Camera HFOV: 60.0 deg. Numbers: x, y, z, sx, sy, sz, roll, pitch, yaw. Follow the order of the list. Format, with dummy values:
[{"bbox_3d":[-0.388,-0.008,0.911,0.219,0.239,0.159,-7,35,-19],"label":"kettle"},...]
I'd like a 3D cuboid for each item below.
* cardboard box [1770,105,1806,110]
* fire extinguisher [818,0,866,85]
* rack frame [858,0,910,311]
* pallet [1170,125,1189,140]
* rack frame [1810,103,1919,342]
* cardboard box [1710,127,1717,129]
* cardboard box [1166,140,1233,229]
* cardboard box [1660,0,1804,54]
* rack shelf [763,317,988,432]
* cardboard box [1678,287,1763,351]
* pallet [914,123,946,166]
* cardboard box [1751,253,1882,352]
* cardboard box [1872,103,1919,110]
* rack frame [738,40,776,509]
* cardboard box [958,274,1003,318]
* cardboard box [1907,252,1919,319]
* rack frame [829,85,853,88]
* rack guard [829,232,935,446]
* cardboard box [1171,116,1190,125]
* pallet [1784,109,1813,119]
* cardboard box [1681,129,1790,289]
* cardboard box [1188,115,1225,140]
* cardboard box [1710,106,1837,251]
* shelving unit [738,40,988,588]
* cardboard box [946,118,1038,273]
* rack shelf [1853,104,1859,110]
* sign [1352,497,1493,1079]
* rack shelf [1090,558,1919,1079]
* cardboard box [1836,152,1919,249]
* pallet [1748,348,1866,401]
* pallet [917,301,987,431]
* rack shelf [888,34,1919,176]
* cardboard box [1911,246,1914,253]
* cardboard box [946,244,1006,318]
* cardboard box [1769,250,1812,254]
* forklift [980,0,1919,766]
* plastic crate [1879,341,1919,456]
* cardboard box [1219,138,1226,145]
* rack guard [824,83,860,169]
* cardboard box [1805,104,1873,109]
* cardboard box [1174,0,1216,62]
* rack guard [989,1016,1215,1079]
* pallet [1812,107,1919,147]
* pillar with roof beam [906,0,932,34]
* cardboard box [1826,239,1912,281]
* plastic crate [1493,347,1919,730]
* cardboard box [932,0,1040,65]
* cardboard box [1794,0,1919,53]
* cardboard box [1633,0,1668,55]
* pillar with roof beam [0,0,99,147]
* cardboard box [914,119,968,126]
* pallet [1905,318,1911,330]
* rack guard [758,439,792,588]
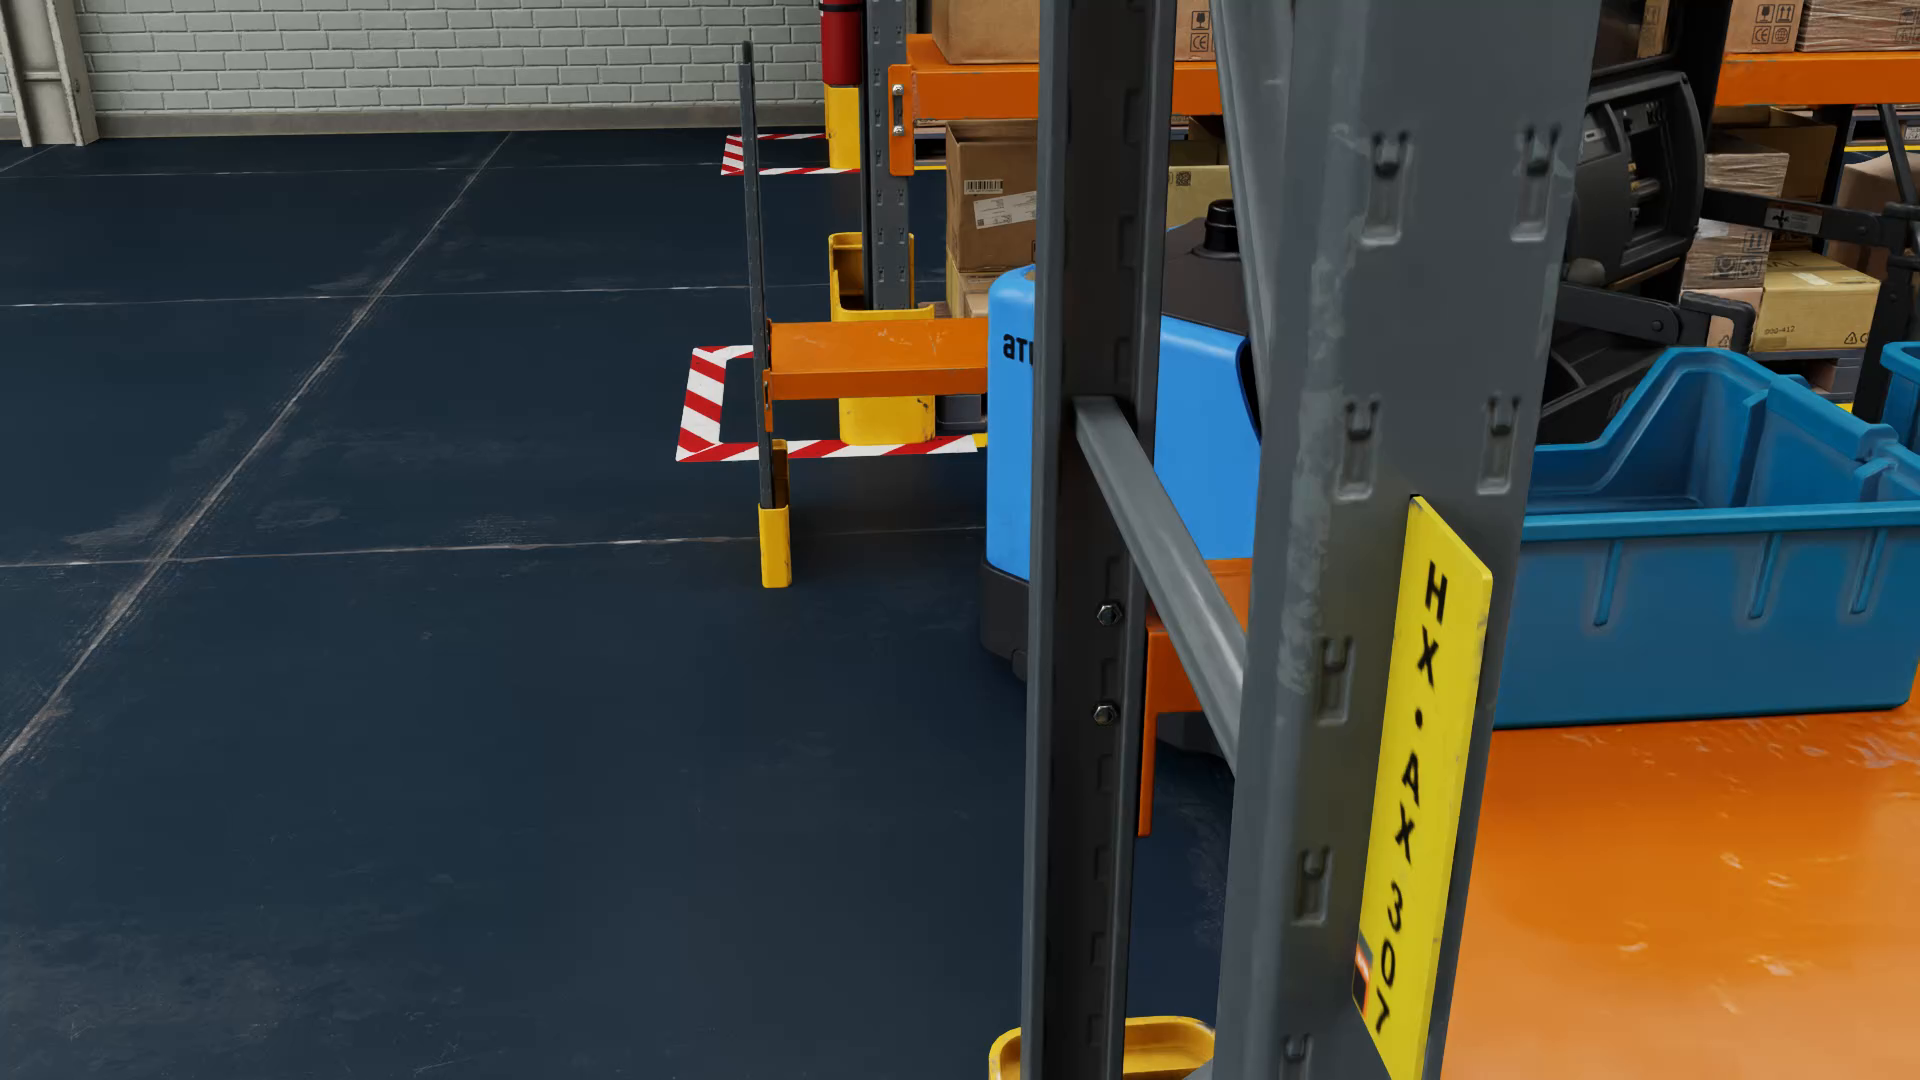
[{"bbox_3d":[5.453,-3.279,11.470,0.500,0.500,0.700,-2,24,-5],"label":"cardboard box"},{"bbox_3d":[-0.453,-2.101,6.379,0.183,0.674,0.296,-2,24,-5],"label":"fire extinguisher"},{"bbox_3d":[-0.290,-1.953,5.952,0.127,3.000,1.000,-2,24,-5],"label":"rack frame"},{"bbox_3d":[1.318,-2.750,11.177,1.213,0.211,1.003,-2,24,-5],"label":"pallet"},{"bbox_3d":[3.691,-2.113,6.311,0.127,3.000,1.000,-2,24,-5],"label":"rack frame"},{"bbox_3d":[2.701,-1.476,6.823,0.500,0.500,0.500,-2,24,-5],"label":"cardboard box"},{"bbox_3d":[0.763,-1.184,6.165,0.500,0.500,0.500,-2,24,-5],"label":"cardboard box"},{"bbox_3d":[2.725,-2.115,6.192,0.500,0.500,0.700,-3,24,-6],"label":"cardboard box"},{"bbox_3d":[-0.085,-0.518,5.011,1.000,0.185,0.538,-2,24,-5],"label":"rack shelf"},{"bbox_3d":[2.752,-0.926,6.508,0.500,0.250,0.500,-2,24,-5],"label":"cardboard box"},{"bbox_3d":[0.107,-2.702,11.070,1.213,0.211,1.003,-2,24,-5],"label":"pallet"},{"bbox_3d":[3.251,-0.942,6.544,0.500,0.250,0.500,-2,24,-5],"label":"cardboard box"},{"bbox_3d":[6.469,-3.284,11.481,0.500,0.500,0.700,-2,24,-4],"label":"cardboard box"},{"bbox_3d":[-0.591,-0.662,4.892,0.032,1.500,0.500,-2,24,-5],"label":"rack frame"},{"bbox_3d":[0.265,-0.820,6.271,0.500,0.250,0.500,-2,24,-5],"label":"cardboard box"},{"bbox_3d":[4.116,-0.964,6.595,0.500,0.250,0.500,-3,24,-6],"label":"cardboard box"},{"bbox_3d":[-0.781,-3.955,10.456,0.127,3.000,1.000,-2,24,-5],"label":"rack frame"},{"bbox_3d":[-0.314,-0.810,6.457,0.348,0.500,1.175,-2,24,-5],"label":"rack guard"},{"bbox_3d":[1.219,-3.037,10.926,0.500,0.500,0.700,-4,24,-8],"label":"cardboard box"},{"bbox_3d":[5.191,-2.923,11.565,1.213,0.211,1.003,-2,24,-5],"label":"pallet"},{"bbox_3d":[2.752,-1.269,6.357,0.500,0.500,0.500,-2,24,-5],"label":"cardboard box"},{"bbox_3d":[1.208,-1.419,6.694,0.500,0.500,0.500,-2,24,-5],"label":"cardboard box"},{"bbox_3d":[3.198,-1.499,6.875,0.500,0.500,0.500,-2,24,-5],"label":"cardboard box"},{"bbox_3d":[-0.076,-0.682,4.939,1.083,1.500,0.587,-2,24,-5],"label":"shelving unit"},{"bbox_3d":[0.214,-1.373,6.591,0.500,0.500,0.500,-2,24,-5],"label":"cardboard box"},{"bbox_3d":[5.681,-1.864,6.637,4.000,0.370,1.077,-2,24,-5],"label":"rack shelf"},{"bbox_3d":[0.243,0.145,0.890,0.005,0.325,0.100,-2,24,-5],"label":"sign"},{"bbox_3d":[2.183,0.298,1.773,4.000,0.370,1.077,-2,24,-5],"label":"rack shelf"},{"bbox_3d":[4.065,-1.437,6.967,0.500,0.311,0.500,-2,24,-5],"label":"cardboard box"},{"bbox_3d":[2.895,-0.824,6.844,1.213,0.211,1.003,-2,24,-5],"label":"pallet"},{"bbox_3d":[0.467,-0.727,6.625,1.213,0.211,1.003,-2,24,-5],"label":"pallet"},{"bbox_3d":[1.700,-1.704,6.277,4.000,0.370,1.077,-2,24,-5],"label":"rack shelf"},{"bbox_3d":[4.126,-1.221,6.481,0.500,0.311,0.500,-2,24,-5],"label":"cardboard box"},{"bbox_3d":[0.215,-1.030,6.742,0.500,0.250,0.500,-2,24,-5],"label":"cardboard box"},{"bbox_3d":[3.199,-1.152,7.018,0.500,0.250,0.500,-2,24,-5],"label":"cardboard box"},{"bbox_3d":[1.448,-0.722,3.265,1.130,2.935,3.031,-22,32,-40],"label":"forklift"},{"bbox_3d":[1.309,-0.048,1.847,0.408,0.251,0.499,-2,24,-5],"label":"plastic crate"},{"bbox_3d":[1.259,-1.209,6.222,0.500,0.500,0.500,-2,24,-5],"label":"cardboard box"},{"bbox_3d":[-0.705,-2.816,10.971,0.348,0.500,1.175,-2,24,-5],"label":"rack guard"},{"bbox_3d":[5.945,-3.310,11.540,0.500,0.500,0.700,-2,24,-5],"label":"cardboard box"},{"bbox_3d":[0.698,-2.035,6.013,0.500,0.500,0.700,-2,24,-4],"label":"cardboard box"},{"bbox_3d":[0.264,1.169,2.004,0.348,0.500,1.175,-2,24,-5],"label":"rack guard"},{"bbox_3d":[6.403,-2.970,11.672,1.213,0.211,1.003,-2,24,-5],"label":"pallet"},{"bbox_3d":[0.254,-5.334,6.172,0.400,9.000,9.100,-2,24,-5],"label":"pillar with roof beam"},{"bbox_3d":[4.075,-1.182,7.085,0.500,0.250,0.500,-3,24,-6],"label":"cardboard box"},{"bbox_3d":[0.662,-0.024,1.794,0.616,0.251,0.499,-2,24,-5],"label":"plastic crate"},{"bbox_3d":[0.176,-2.012,5.962,0.500,0.500,0.700,-2,24,-5],"label":"cardboard box"},{"bbox_3d":[3.250,-2.138,6.245,0.500,0.500,0.700,-3,24,-7],"label":"cardboard box"},{"bbox_3d":[2.226,-2.096,6.150,0.500,0.500,0.700,-2,24,-4],"label":"cardboard box"},{"bbox_3d":[-5.717,-5.095,5.633,0.400,9.000,9.100,-2,24,-5],"label":"pillar with roof beam"},{"bbox_3d":[-0.083,-2.919,10.893,0.500,0.311,0.500,-5,24,-11],"label":"cardboard box"},{"bbox_3d":[4.420,-0.884,6.979,1.213,0.211,1.003,-2,24,-5],"label":"pallet"},{"bbox_3d":[-0.571,-0.091,5.148,0.087,0.250,0.587,-2,24,-5],"label":"rack guard"}]
